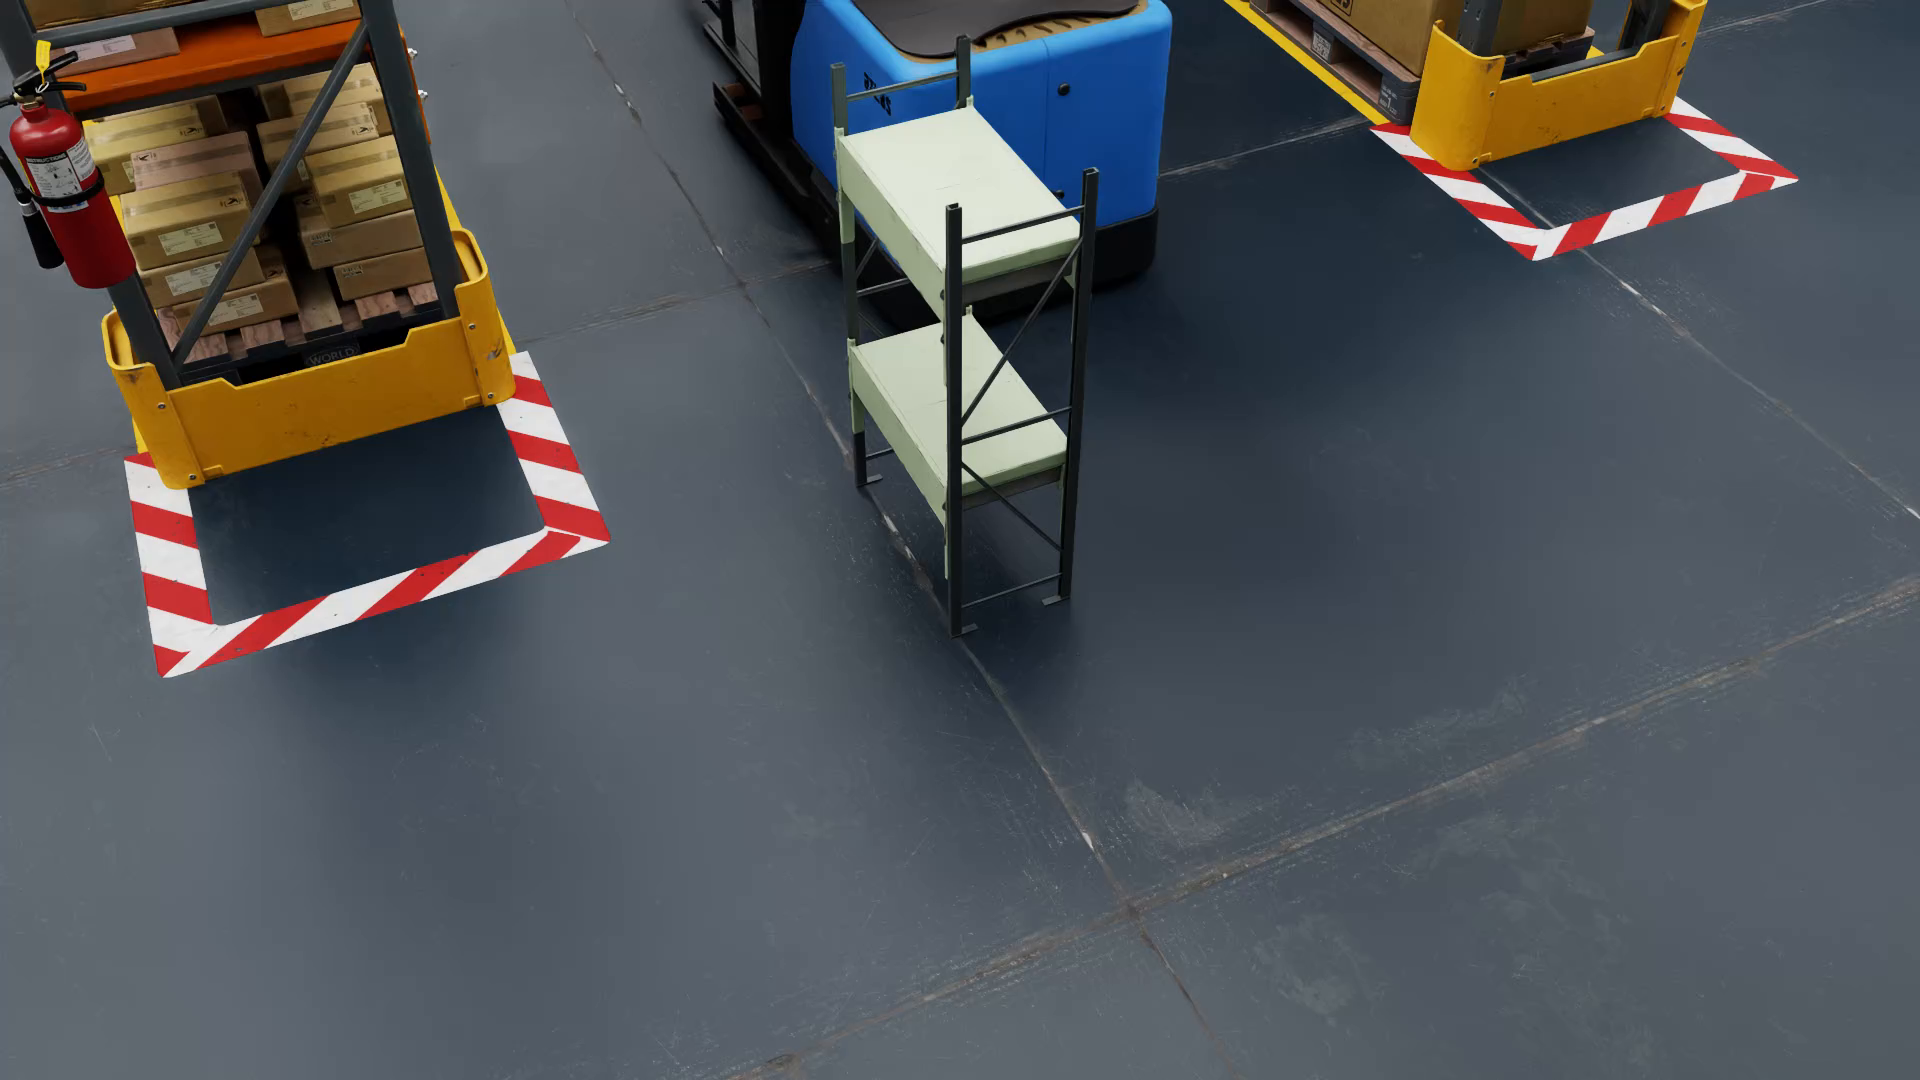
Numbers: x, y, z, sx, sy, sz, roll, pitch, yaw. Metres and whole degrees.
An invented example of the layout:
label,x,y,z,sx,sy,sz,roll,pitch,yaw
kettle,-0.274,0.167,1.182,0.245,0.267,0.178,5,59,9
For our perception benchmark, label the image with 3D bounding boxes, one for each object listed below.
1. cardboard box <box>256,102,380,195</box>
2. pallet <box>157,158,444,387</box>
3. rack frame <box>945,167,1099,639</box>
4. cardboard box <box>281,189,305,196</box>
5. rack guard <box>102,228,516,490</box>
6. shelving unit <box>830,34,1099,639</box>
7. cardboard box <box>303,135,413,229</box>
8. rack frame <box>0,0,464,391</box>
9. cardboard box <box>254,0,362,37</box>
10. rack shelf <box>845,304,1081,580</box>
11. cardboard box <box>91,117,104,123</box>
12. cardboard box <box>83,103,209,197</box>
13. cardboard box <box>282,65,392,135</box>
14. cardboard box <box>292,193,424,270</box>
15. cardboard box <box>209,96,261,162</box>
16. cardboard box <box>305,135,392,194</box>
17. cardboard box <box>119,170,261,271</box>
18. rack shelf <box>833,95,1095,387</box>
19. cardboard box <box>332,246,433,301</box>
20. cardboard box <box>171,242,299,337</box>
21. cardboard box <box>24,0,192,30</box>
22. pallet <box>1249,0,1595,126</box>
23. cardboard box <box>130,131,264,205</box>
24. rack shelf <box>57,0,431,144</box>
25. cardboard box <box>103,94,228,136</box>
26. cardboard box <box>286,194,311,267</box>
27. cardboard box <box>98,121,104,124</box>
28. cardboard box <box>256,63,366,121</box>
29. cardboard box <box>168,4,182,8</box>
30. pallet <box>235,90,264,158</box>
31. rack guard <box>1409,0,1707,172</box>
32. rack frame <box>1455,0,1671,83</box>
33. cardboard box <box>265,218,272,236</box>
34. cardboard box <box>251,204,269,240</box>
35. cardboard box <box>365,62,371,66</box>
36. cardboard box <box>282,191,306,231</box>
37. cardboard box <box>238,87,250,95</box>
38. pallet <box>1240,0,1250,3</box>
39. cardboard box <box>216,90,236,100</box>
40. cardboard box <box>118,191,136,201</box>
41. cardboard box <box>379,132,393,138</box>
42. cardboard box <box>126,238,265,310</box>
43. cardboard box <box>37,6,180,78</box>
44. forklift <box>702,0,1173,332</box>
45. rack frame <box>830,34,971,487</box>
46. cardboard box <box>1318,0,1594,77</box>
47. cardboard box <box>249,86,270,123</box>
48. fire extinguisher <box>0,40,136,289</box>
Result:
label,x,y,z,sx,sy,sz,roll,pitch,yaw
cardboard box,-2.228,-1.370,5.810,0.380,0.149,0.250,-17,47,-17
pallet,-2.433,-1.034,6.147,1.003,0.211,1.213,-18,47,-17
rack frame,0.151,-0.305,4.491,0.400,1.500,0.023,-18,47,-17
cardboard box,-2.326,-1.421,6.073,0.380,0.149,0.250,-17,47,-17
rack guard,-2.123,-0.608,5.510,1.175,0.500,0.348,-18,47,-17
shelving unit,-0.003,-0.538,4.728,0.431,1.500,0.755,-18,47,-17
cardboard box,-2.003,-1.230,5.668,0.380,0.149,0.250,-20,48,-19
rack frame,-2.091,-1.450,4.583,1.000,3.000,0.127,-18,47,-17
cardboard box,-1.930,-1.663,4.979,0.380,0.149,0.250,-18,48,-18
rack shelf,-0.003,-0.306,4.957,0.431,0.370,0.720,-18,47,-17
cardboard box,-3.036,-1.702,6.146,0.380,0.149,0.250,-16,47,-16
cardboard box,-2.821,-1.363,5.803,0.380,0.149,0.250,-19,48,-18
cardboard box,-2.218,-1.569,6.011,0.380,0.149,0.250,-18,47,-18
cardboard box,-2.079,-1.100,5.748,0.380,0.149,0.250,-16,47,-16
cardboard box,-2.812,-1.474,6.128,0.380,0.149,0.250,-19,48,-18
cardboard box,-2.142,-1.291,5.942,0.380,0.149,0.250,-18,47,-18
cardboard box,-2.544,-1.059,5.494,0.380,0.149,0.250,-18,47,-17
rack shelf,-0.003,-0.816,4.453,0.431,0.370,0.720,-18,47,-17
cardboard box,-2.021,-1.013,5.871,0.380,0.149,0.250,-17,47,-17
cardboard box,-2.502,-0.858,5.715,0.380,0.149,0.250,-17,47,-17
cardboard box,-2.514,-1.801,4.657,0.500,0.500,0.500,-17,47,-17
pallet,2.044,-2.344,7.475,1.003,0.211,1.213,-18,47,-17
cardboard box,-2.597,-1.236,5.674,0.380,0.149,0.250,-17,47,-17
rack shelf,-2.932,-2.468,6.128,1.077,0.370,4.000,-18,47,-17
cardboard box,-2.873,-1.547,5.989,0.380,0.149,0.250,-20,48,-19
cardboard box,-2.205,-1.155,6.016,0.380,0.149,0.250,-18,47,-18
cardboard box,-3.022,-1.599,6.254,0.380,0.149,0.250,-17,47,-17
cardboard box,-2.397,-1.702,6.147,0.380,0.149,0.250,-20,48,-19
cardboard box,-2.555,-1.654,4.969,0.380,0.149,0.250,-18,47,-17
pallet,-2.942,-1.810,6.934,1.003,0.211,1.213,-18,47,-17
rack guard,2.462,-1.945,6.865,1.175,0.500,0.348,-18,47,-17
rack frame,2.452,-2.850,6.003,1.000,3.000,0.127,-18,47,-17
cardboard box,-2.735,-1.186,6.047,0.380,0.149,0.250,-18,47,-18
cardboard box,-2.633,-1.125,5.773,0.380,0.149,0.250,-19,48,-18
cardboard box,-2.544,-1.826,6.695,0.380,0.149,0.250,-20,48,-19
cardboard box,-2.316,-1.311,6.174,0.380,0.149,0.250,-18,47,-17
cardboard box,-2.684,-1.918,6.577,0.380,0.149,0.250,-16,47,-15
pallet,1.535,-3.120,8.262,1.003,0.211,1.213,-18,47,-17
cardboard box,-3.149,-1.847,6.717,0.380,0.149,0.250,-17,47,-16
cardboard box,-2.792,-1.273,5.923,0.380,0.149,0.250,-20,48,-19
cardboard box,-2.335,-1.616,6.271,0.380,0.149,0.250,-17,47,-16
cardboard box,-2.572,-0.942,5.588,0.380,0.149,0.250,-19,48,-18
cardboard box,-2.485,-1.484,4.798,0.380,0.149,0.250,-18,47,-17
forklift,-0.380,-2.808,6.009,1.130,2.935,3.031,-19,48,-18
rack frame,-0.157,-0.771,4.964,0.400,1.500,0.023,-18,47,-17
cardboard box,2.110,-2.627,6.991,0.875,0.875,0.875,-18,47,-17
cardboard box,-2.533,-1.757,6.414,0.380,0.149,0.250,-20,48,-19
fire extinguisher,-2.404,-0.992,4.441,0.296,0.674,0.183,-18,47,-17
